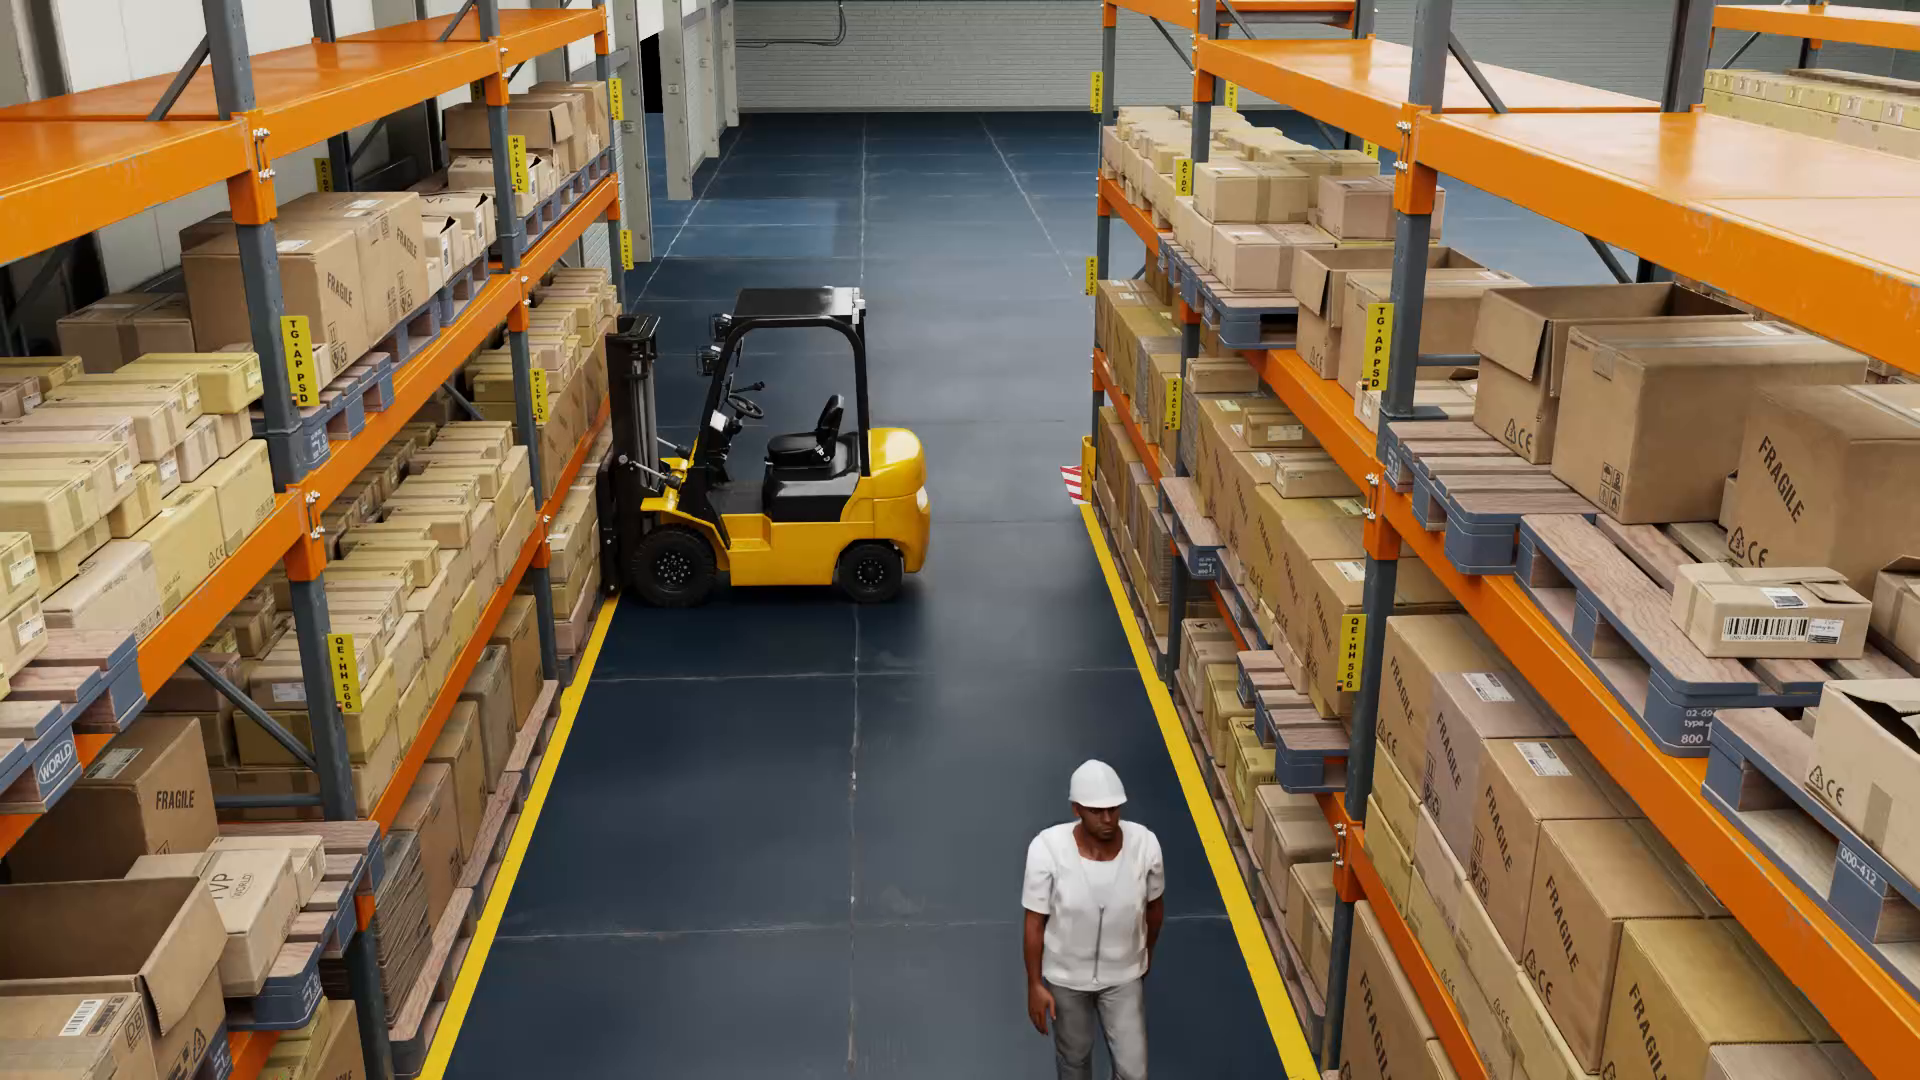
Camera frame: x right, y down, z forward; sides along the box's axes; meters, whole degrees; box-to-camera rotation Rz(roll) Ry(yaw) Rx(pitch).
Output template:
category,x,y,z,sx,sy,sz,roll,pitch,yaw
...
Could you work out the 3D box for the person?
category,x,y,z,sx,sy,sz,roll,pitch,yaw
person,0.516,1.706,6.442,0.562,1.814,0.516,0,20,-1
